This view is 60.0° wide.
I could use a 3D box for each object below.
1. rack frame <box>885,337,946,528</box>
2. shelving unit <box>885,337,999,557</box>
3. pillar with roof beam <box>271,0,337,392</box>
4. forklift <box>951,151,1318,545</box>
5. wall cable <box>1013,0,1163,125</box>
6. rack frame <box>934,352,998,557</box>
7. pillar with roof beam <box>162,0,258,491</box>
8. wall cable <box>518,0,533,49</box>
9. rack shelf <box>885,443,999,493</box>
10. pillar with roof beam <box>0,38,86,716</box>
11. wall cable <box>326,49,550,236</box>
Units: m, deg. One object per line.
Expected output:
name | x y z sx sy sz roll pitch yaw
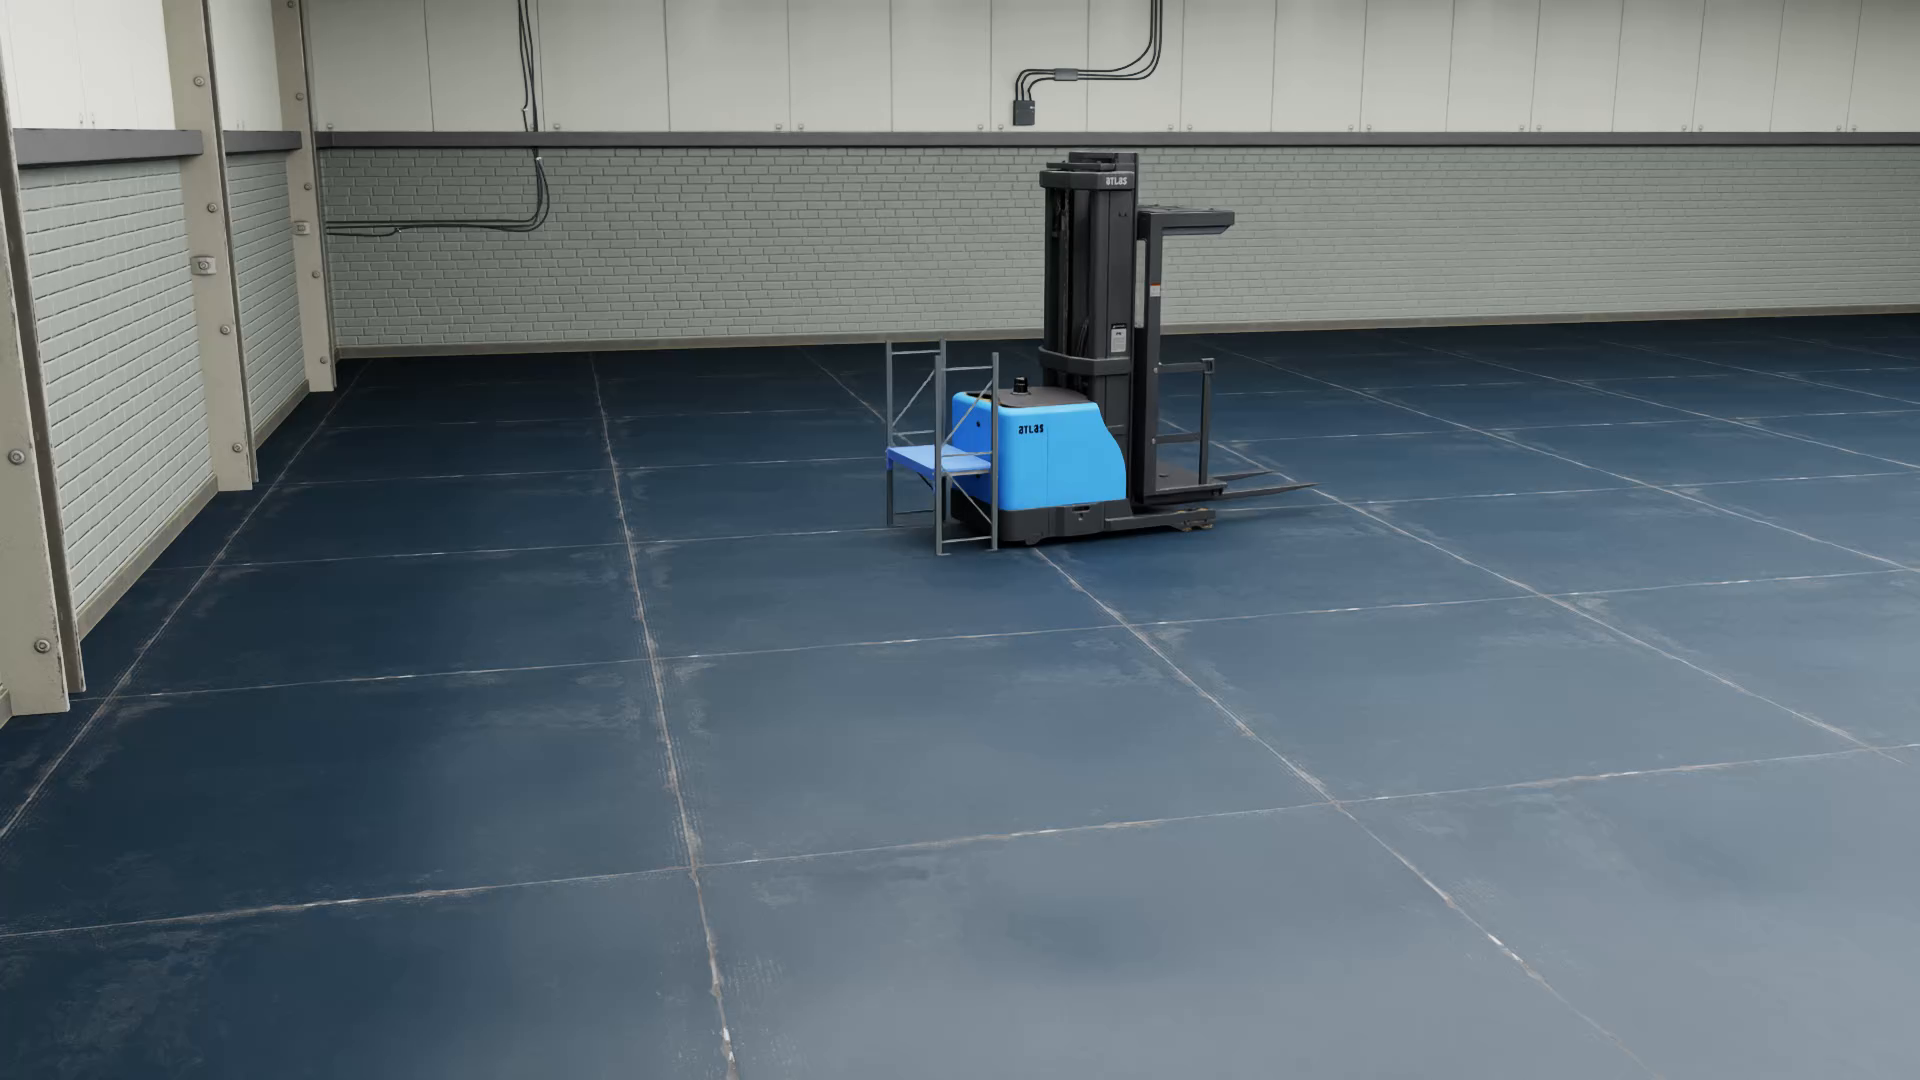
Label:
rack frame | -0.349 -0.853 13.258 0.500 1.500 0.032 -6 15 -22
shelving unit | -0.151 -0.742 12.804 0.538 1.500 1.048 -6 15 -22
pillar with roof beam | -3.709 -6.479 20.485 9.100 9.000 0.400 -3 14 -13
forklift | 1.484 -1.598 13.293 3.031 2.935 1.130 -6 15 -24
wall cable | 1.932 -9.170 24.333 2.305 6.003 0.169 -3 14 -13
rack frame | 0.047 -0.631 12.349 0.500 1.500 0.032 -6 15 -22
pillar with roof beam | -2.300 -5.095 14.819 9.100 9.000 0.400 -3 14 -13
wall cable | -4.670 -8.088 22.972 3.097 2.526 0.112 -3 14 -13
rack shelf | -0.151 -0.567 12.846 0.538 0.185 1.000 -6 15 -22
pillar with roof beam | -0.891 -3.710 9.154 9.100 9.000 0.400 -3 14 -13
wall cable | -7.300 -5.484 22.955 3.097 2.526 0.112 -3 14 -13
